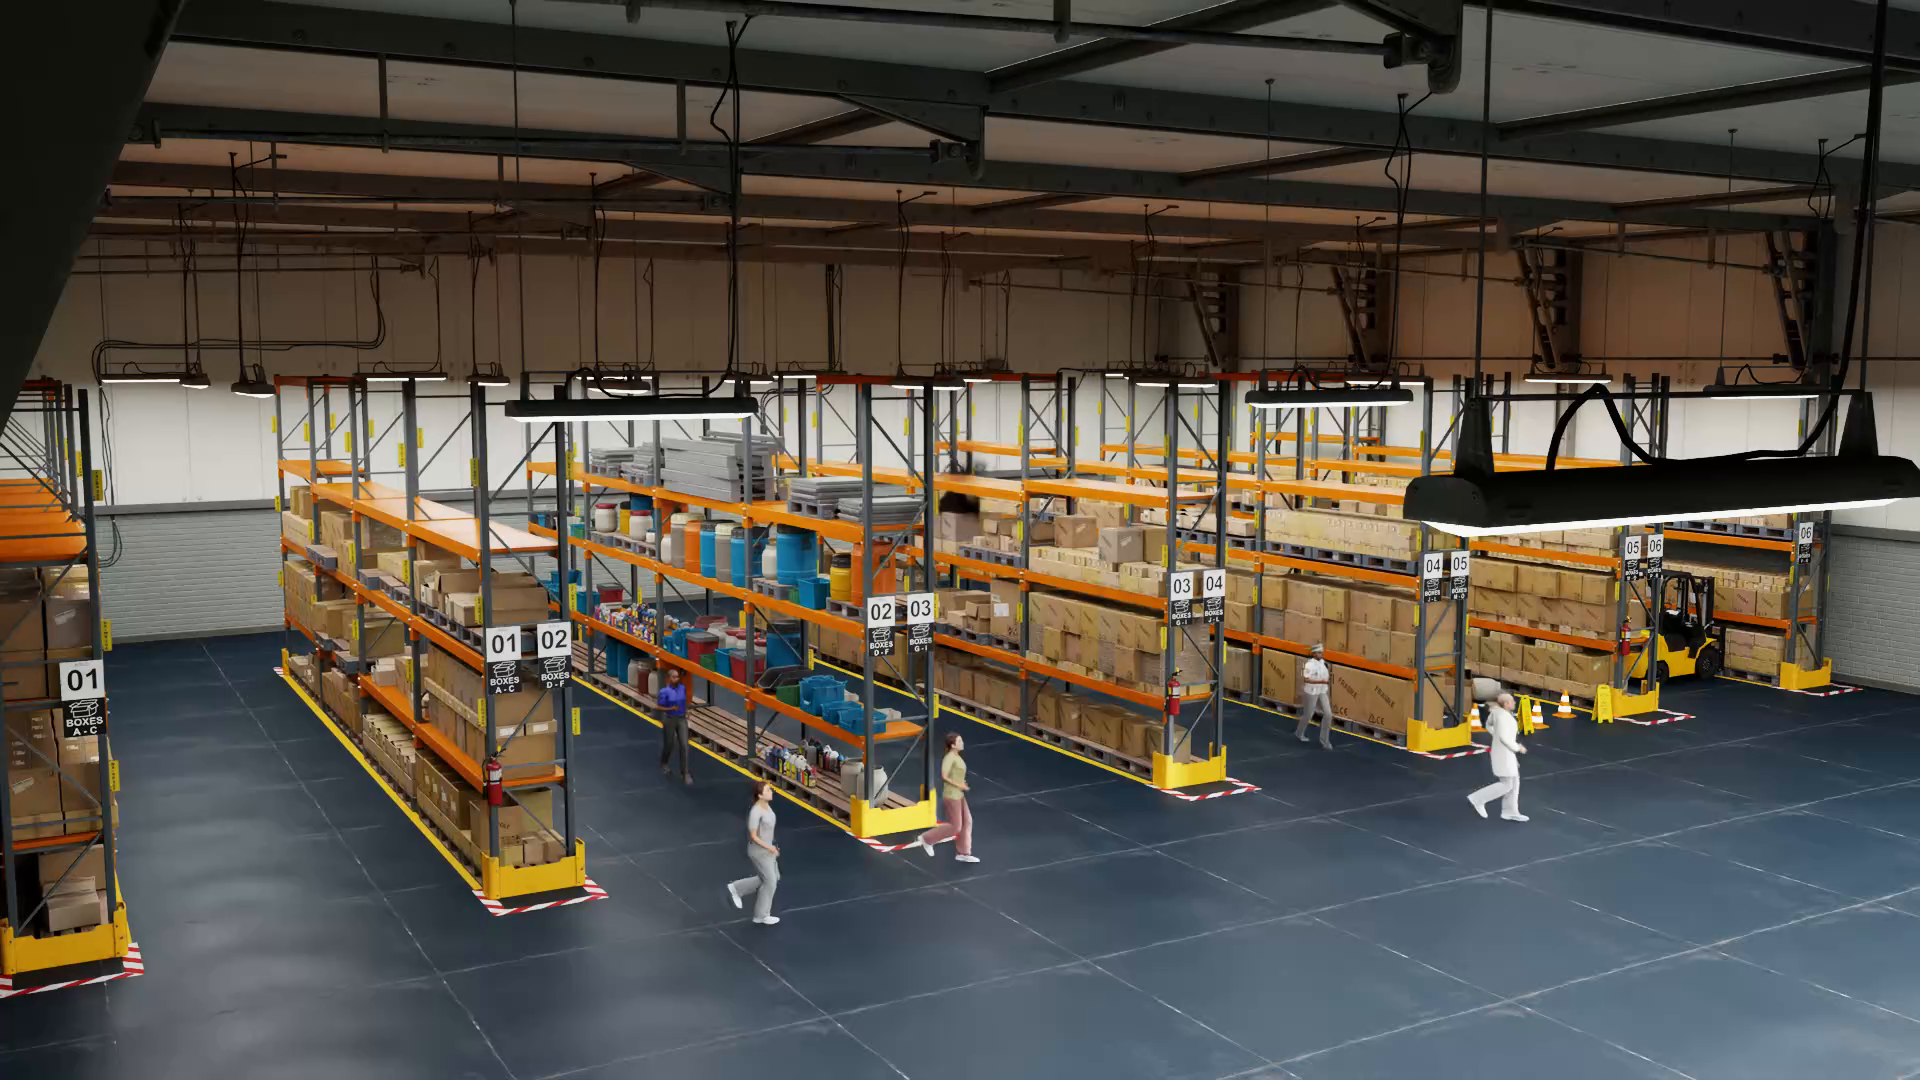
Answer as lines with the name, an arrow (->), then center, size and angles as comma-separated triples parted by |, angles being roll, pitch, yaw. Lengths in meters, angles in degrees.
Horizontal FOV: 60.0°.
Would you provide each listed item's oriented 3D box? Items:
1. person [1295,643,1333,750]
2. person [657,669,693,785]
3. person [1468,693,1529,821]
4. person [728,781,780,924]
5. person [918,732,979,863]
person -> 5.783, 2.534, 27.092 | 0.568, 1.755, 0.751 | -3, 7, -29
person -> -4.277, 2.767, 24.913 | 0.570, 1.682, 0.871 | -4, 7, -30
person -> 7.394, 2.971, 22.786 | 0.837, 1.773, 0.737 | 1, 6, 8
person -> -2.297, 3.489, 18.636 | 0.634, 1.641, 0.577 | 1, 6, 6
person -> -0.143, 3.234, 20.890 | 0.771, 1.667, 0.600 | 0, 6, -1
